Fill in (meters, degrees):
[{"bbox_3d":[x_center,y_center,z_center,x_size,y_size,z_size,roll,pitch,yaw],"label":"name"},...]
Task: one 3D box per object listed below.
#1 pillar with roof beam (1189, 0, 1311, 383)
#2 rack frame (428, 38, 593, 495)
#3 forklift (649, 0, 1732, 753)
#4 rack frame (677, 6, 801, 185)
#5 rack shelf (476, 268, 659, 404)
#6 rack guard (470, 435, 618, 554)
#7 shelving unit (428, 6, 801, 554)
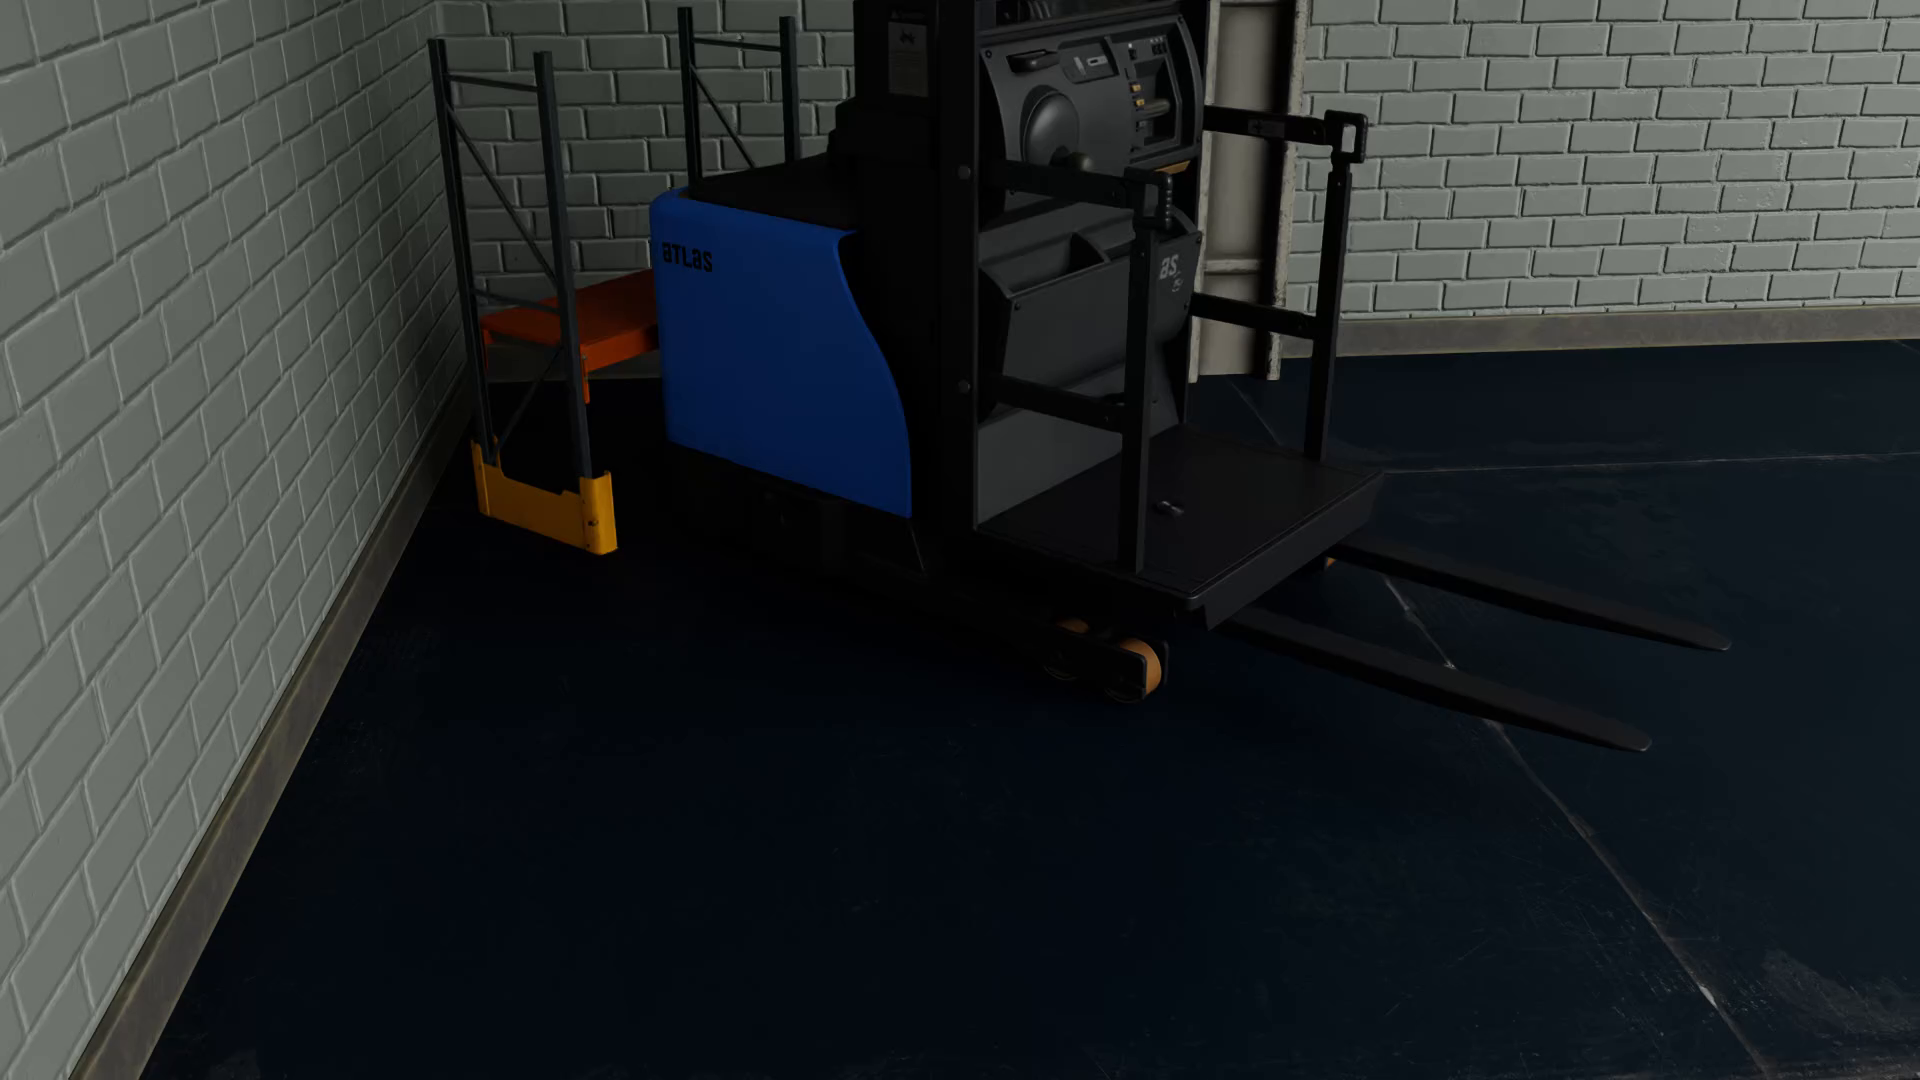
[{"bbox_3d":[1.500,-3.073,1.084,0.400,9.000,9.100,-2,24,-5],"label":"pillar with roof beam"},{"bbox_3d":[-1.336,-0.714,5.010,0.500,1.500,0.032,16,29,32],"label":"rack frame"},{"bbox_3d":[0.529,-1.160,4.252,3.031,2.935,1.130,18,30,35],"label":"forklift"},{"bbox_3d":[-0.739,-1.048,5.762,0.500,1.500,0.032,16,29,32],"label":"rack frame"},{"bbox_3d":[-1.037,-0.717,5.459,0.538,0.185,1.000,16,29,32],"label":"rack shelf"},{"bbox_3d":[-1.324,-0.149,5.278,0.587,0.250,0.087,16,29,32],"label":"rack guard"},{"bbox_3d":[-1.032,-0.884,5.393,0.587,1.500,1.083,16,29,32],"label":"shelving unit"}]
